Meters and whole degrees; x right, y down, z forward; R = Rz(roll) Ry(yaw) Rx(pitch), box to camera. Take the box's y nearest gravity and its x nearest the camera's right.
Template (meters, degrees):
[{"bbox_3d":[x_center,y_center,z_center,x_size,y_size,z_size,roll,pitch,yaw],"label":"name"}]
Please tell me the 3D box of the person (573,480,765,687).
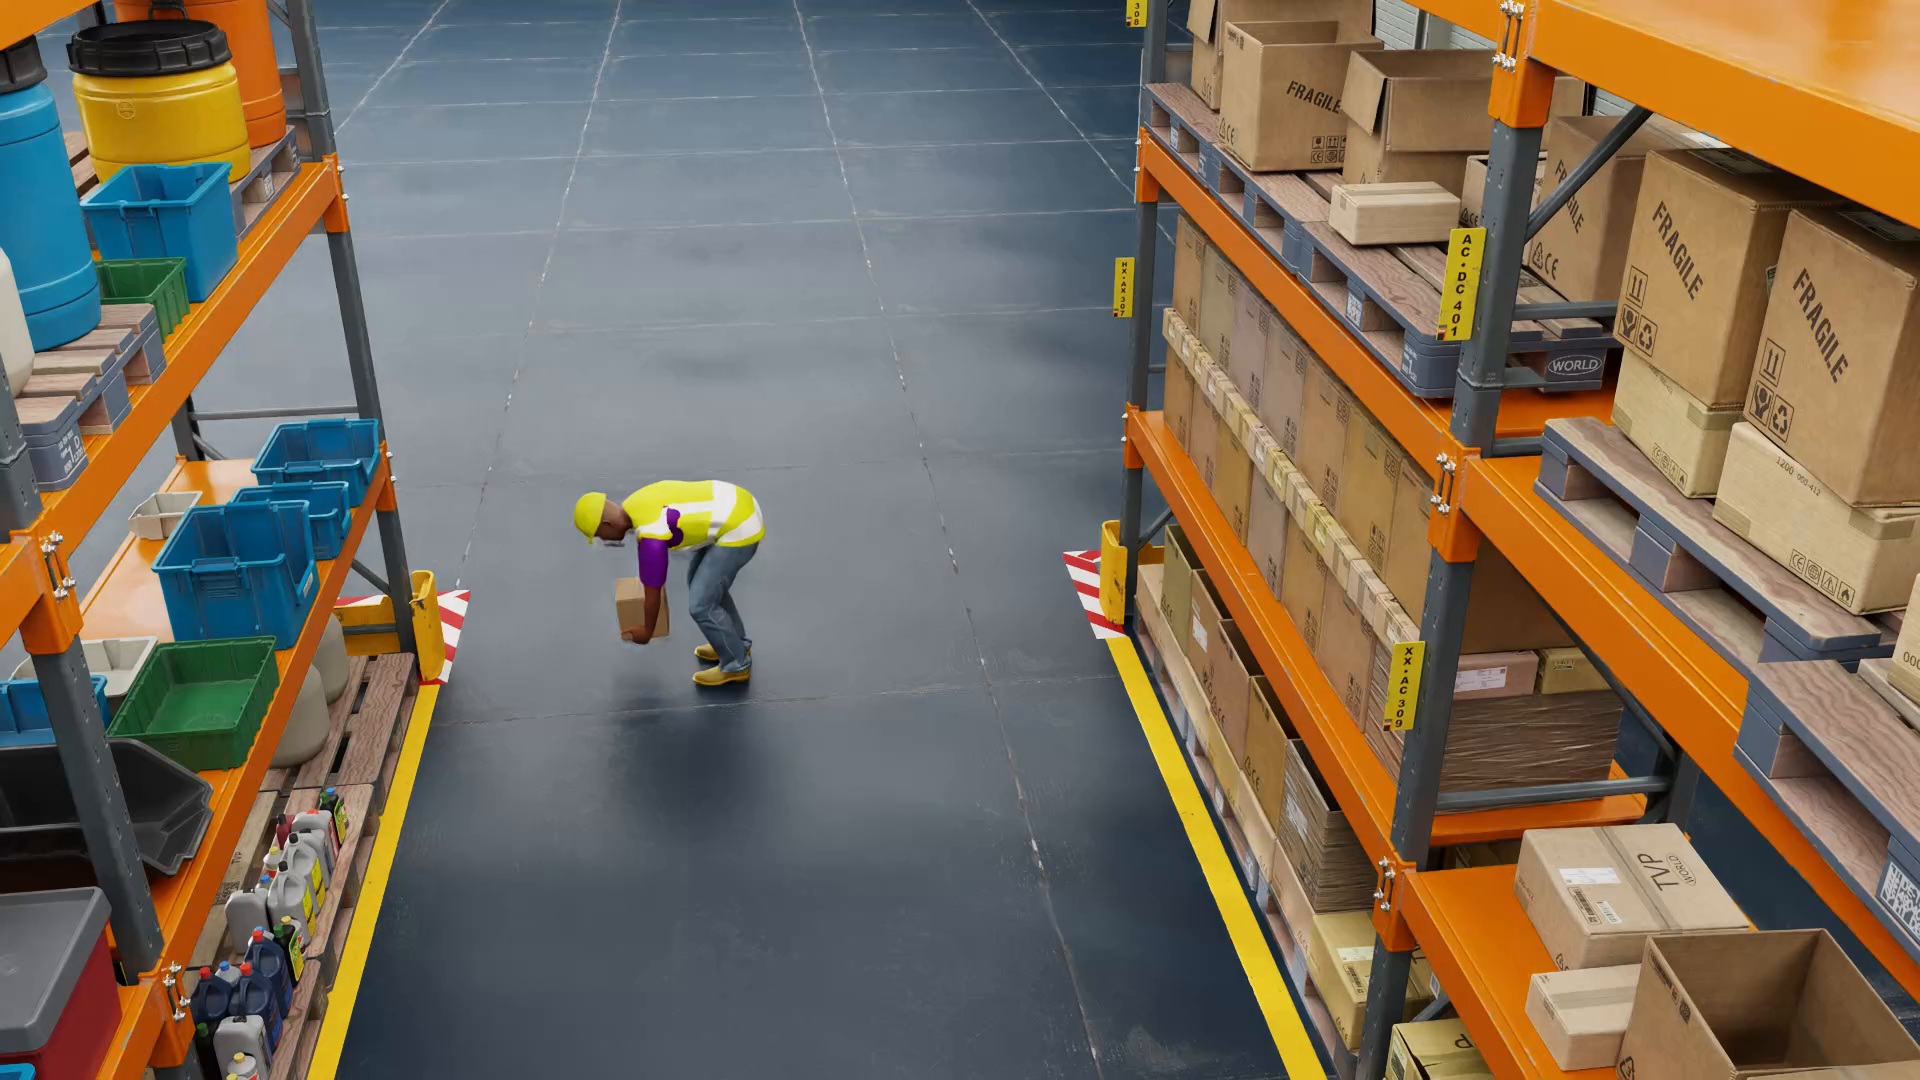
[{"bbox_3d":[-1.517,0.224,8.860,0.979,1.119,0.477,-5,27,-9],"label":"person"}]
